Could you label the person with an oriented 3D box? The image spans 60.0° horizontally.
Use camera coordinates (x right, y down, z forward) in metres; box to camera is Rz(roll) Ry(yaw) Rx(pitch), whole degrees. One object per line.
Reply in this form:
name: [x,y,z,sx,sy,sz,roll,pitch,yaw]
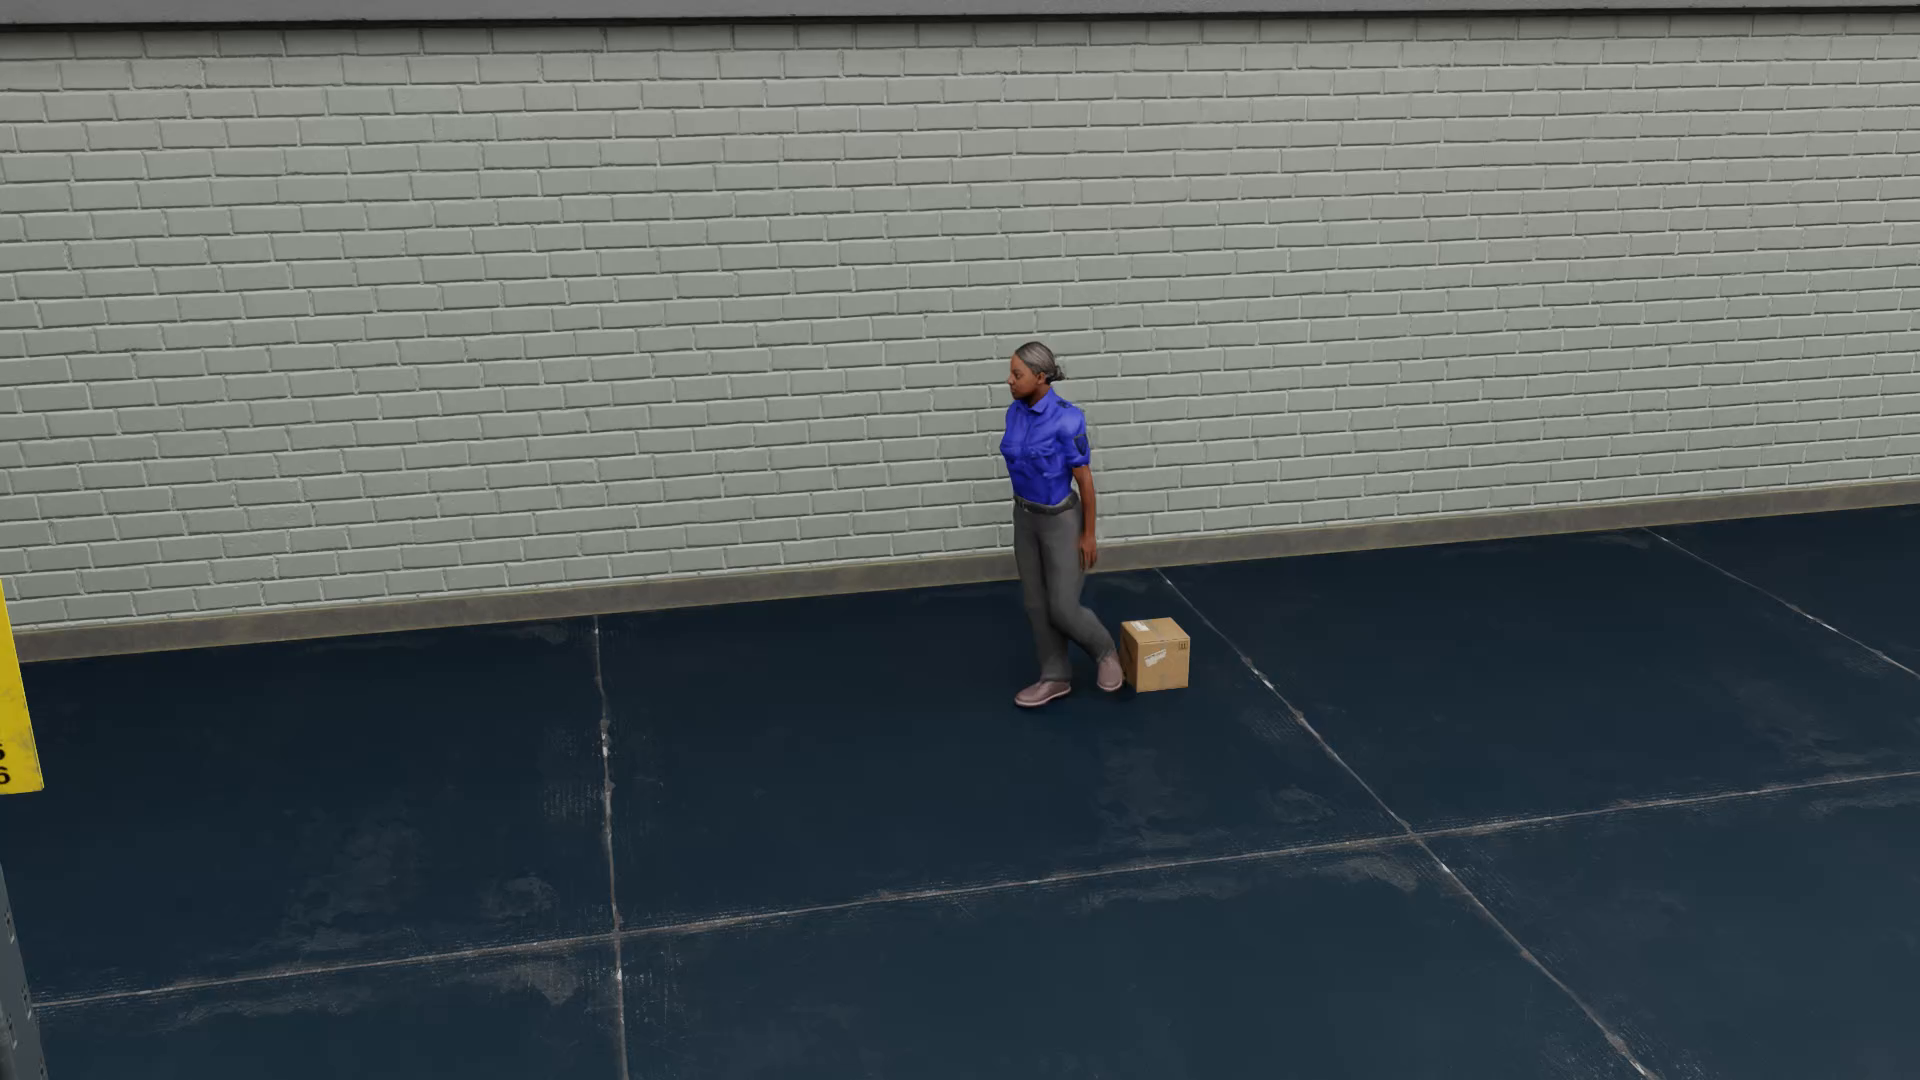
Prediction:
person: [0.460,-0.067,7.264,0.517,1.651,0.524,-17,26,-39]
